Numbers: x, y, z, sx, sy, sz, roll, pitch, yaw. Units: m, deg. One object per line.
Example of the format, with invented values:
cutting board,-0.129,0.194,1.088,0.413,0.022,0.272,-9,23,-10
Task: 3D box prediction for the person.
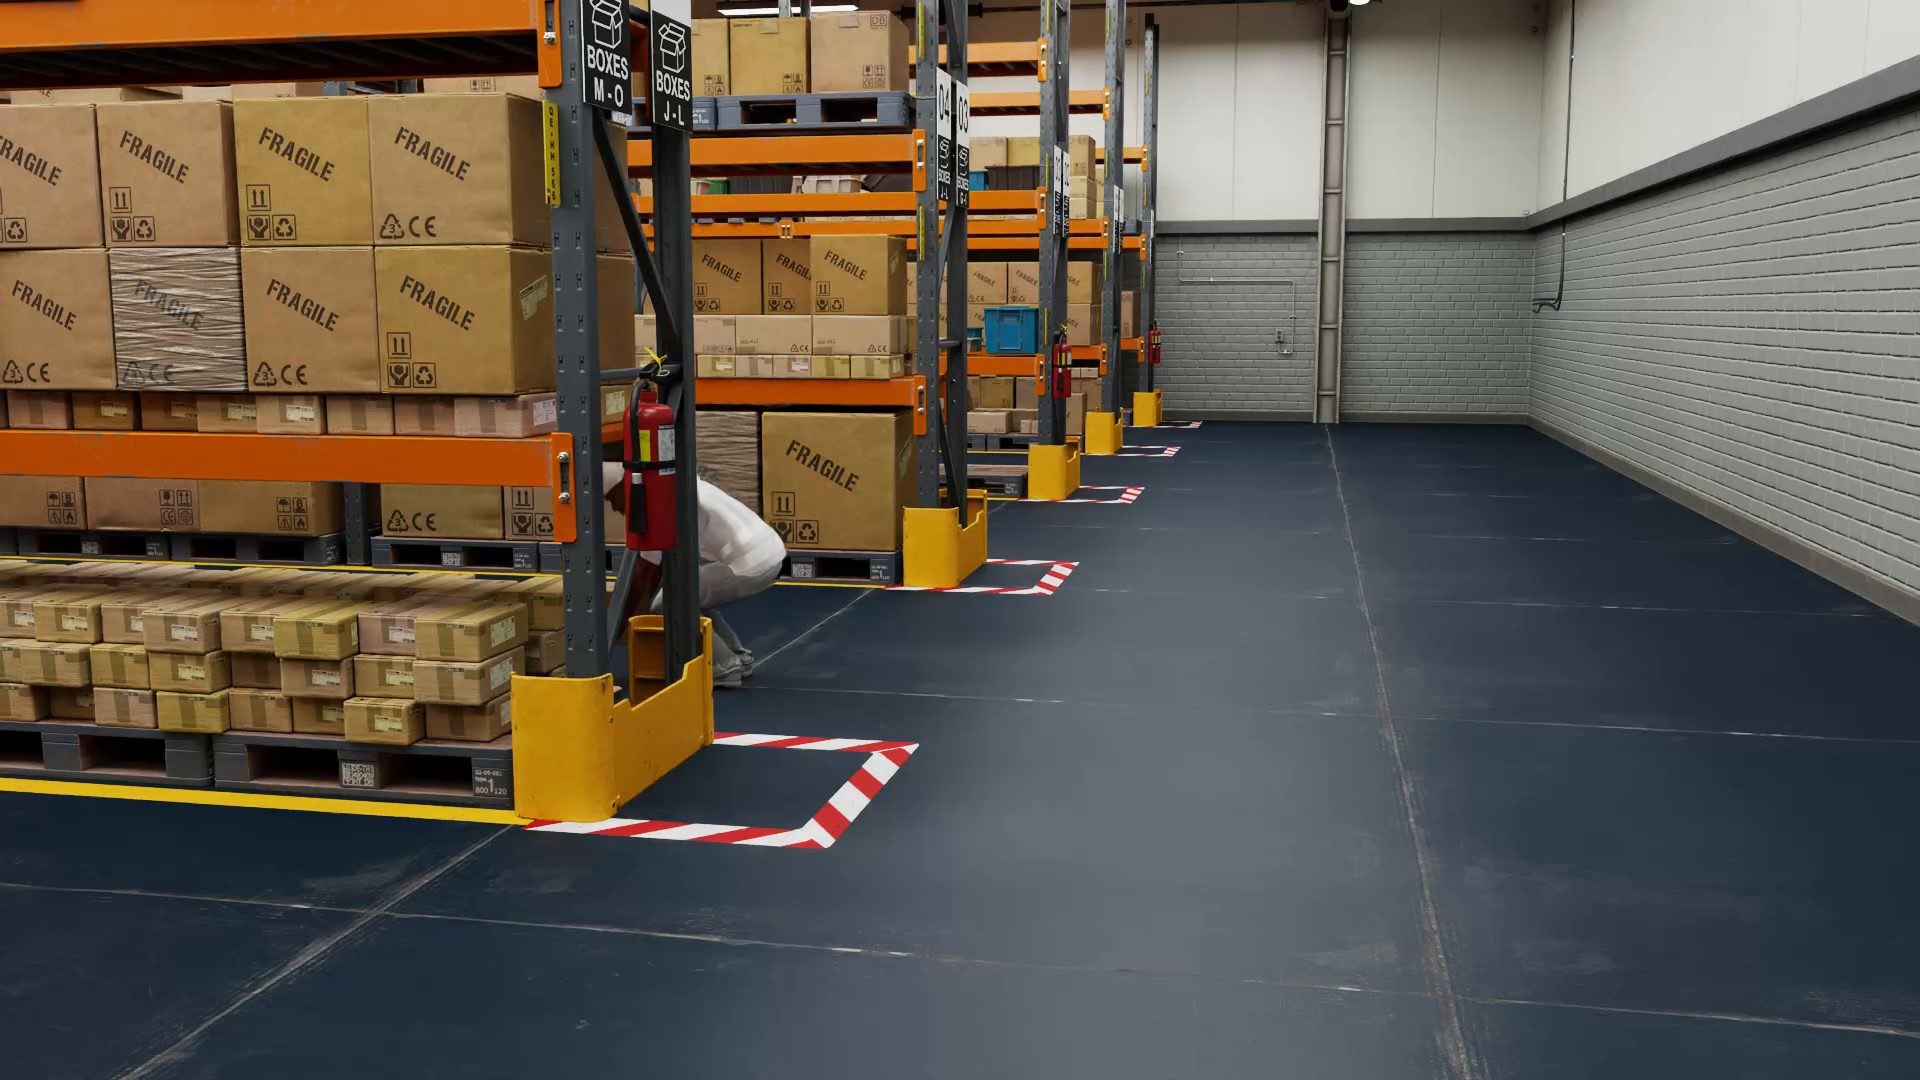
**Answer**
person,-1.249,0.135,7.721,0.862,1.091,0.599,0,8,2
